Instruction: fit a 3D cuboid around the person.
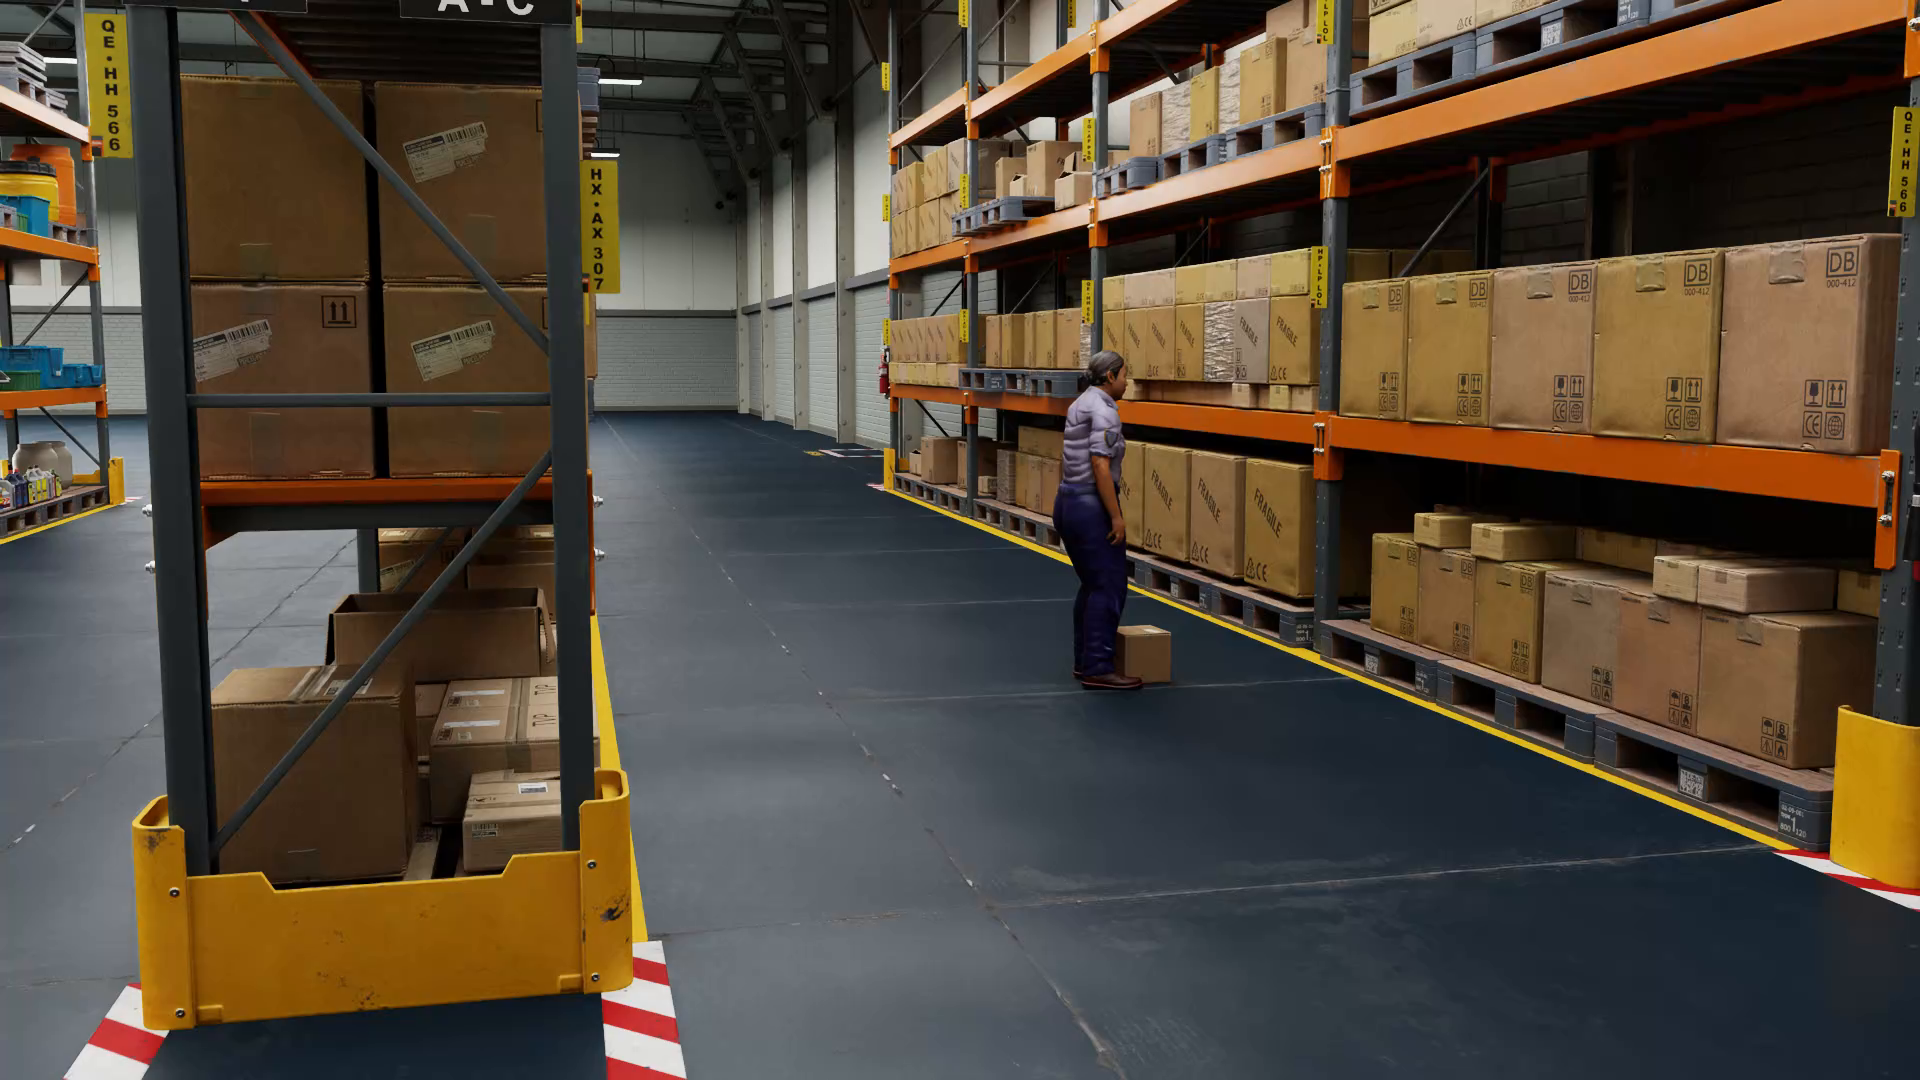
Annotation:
[{"bbox_3d":[0.689,-0.113,8.252,0.412,1.652,0.539,-1,6,-13],"label":"person"}]
